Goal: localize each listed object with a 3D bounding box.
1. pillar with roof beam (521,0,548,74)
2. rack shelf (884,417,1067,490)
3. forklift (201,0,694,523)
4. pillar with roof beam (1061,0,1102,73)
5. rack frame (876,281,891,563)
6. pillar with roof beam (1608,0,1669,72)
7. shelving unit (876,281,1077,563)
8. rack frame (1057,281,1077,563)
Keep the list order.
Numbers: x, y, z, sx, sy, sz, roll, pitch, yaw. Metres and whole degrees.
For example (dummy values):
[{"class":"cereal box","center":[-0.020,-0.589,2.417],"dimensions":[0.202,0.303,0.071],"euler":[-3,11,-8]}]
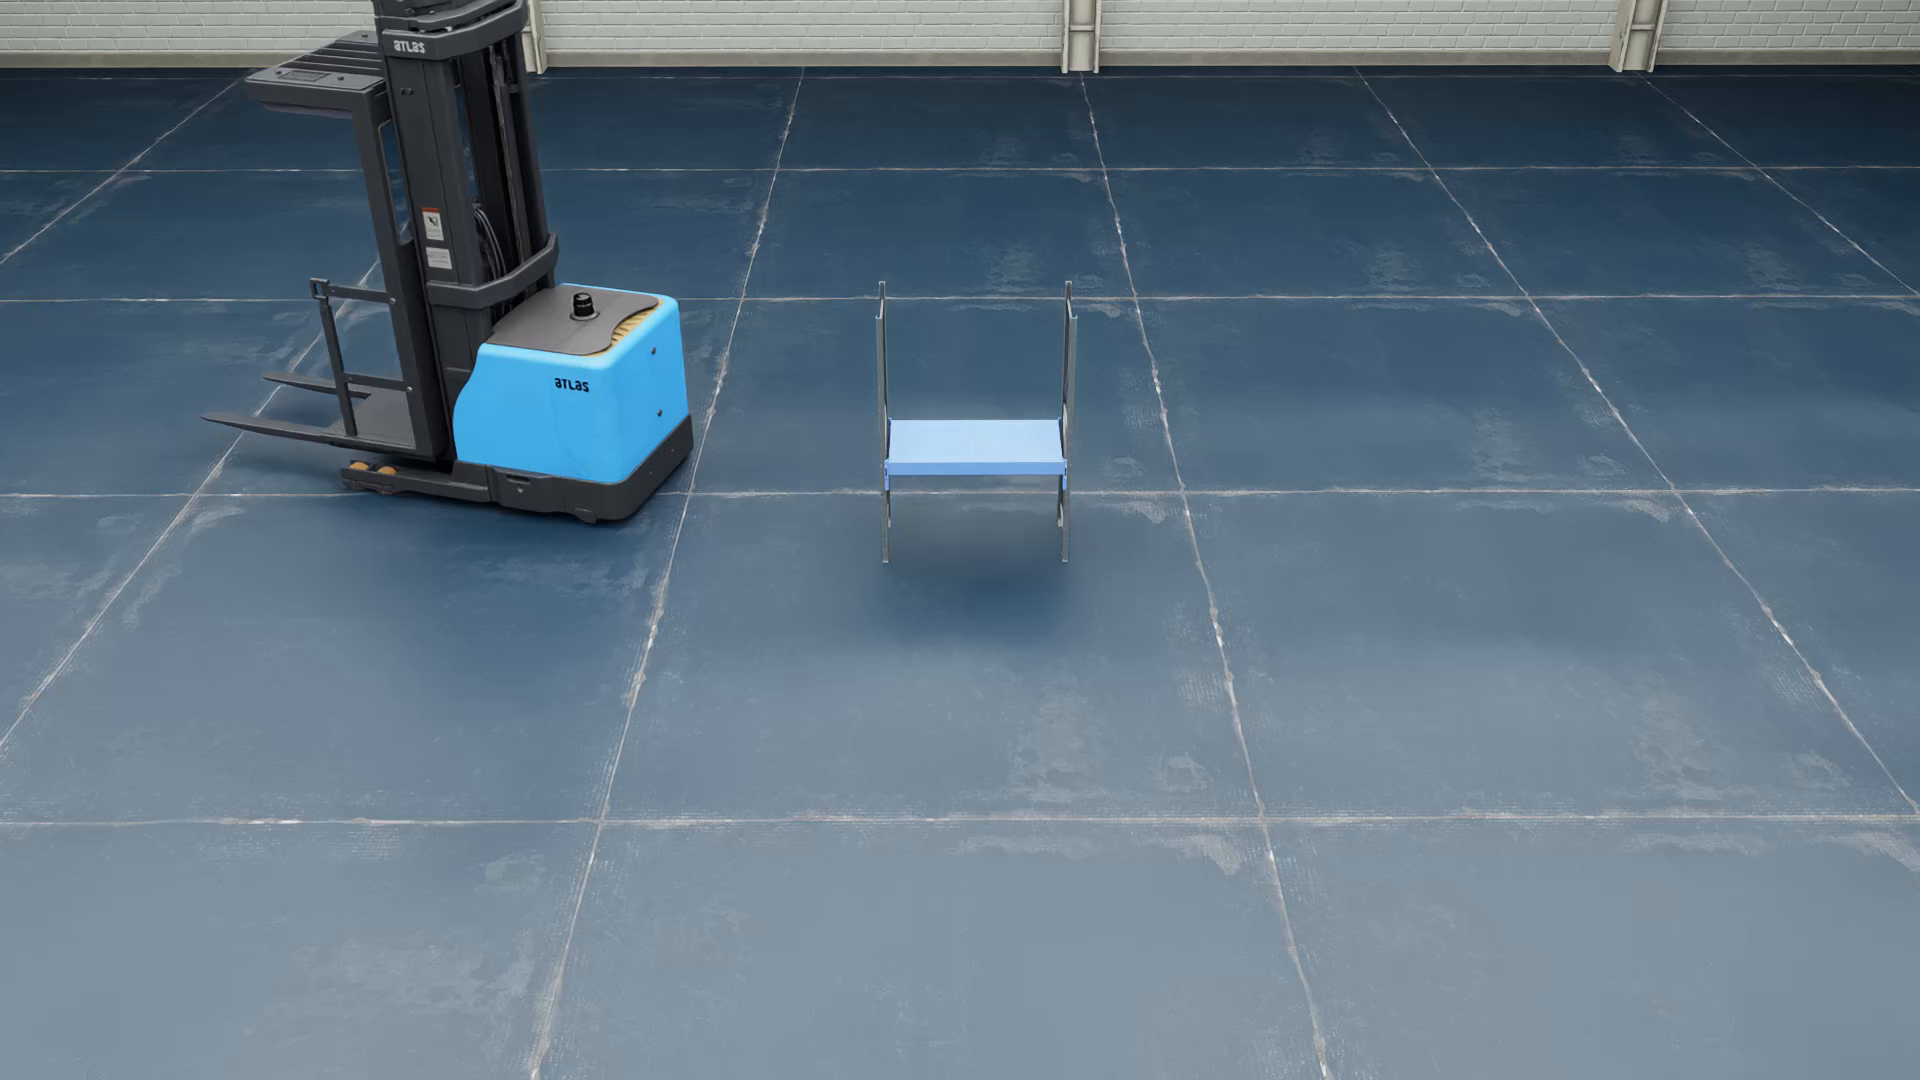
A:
[{"class":"pillar with roof beam","center":[-4.674,-6.719,12.038],"dimensions":[0.400,9.000,9.100],"euler":[0,31,0]},{"class":"rack shelf","center":[0.085,-0.488,9.344],"dimensions":[1.000,0.185,0.538],"euler":[0,31,0]},{"class":"forklift","center":[-3.250,-1.780,9.748],"dimensions":[3.031,2.935,1.130],"euler":[9,32,14]},{"class":"pillar with roof beam","center":[1.326,-6.737,12.069],"dimensions":[0.400,9.000,9.100],"euler":[0,31,0]},{"class":"rack frame","center":[-0.423,-0.640,9.248],"dimensions":[0.032,1.500,0.500],"euler":[0,31,0]},{"class":"pillar with roof beam","center":[7.326,-6.756,12.099],"dimensions":[0.400,9.000,9.100],"euler":[0,31,0]},{"class":"shelving unit","center":[0.085,-0.641,9.251],"dimensions":[1.048,1.500,0.538],"euler":[0,31,0]},{"class":"rack frame","center":[0.594,-0.643,9.253],"dimensions":[0.032,1.500,0.500],"euler":[0,31,0]}]
